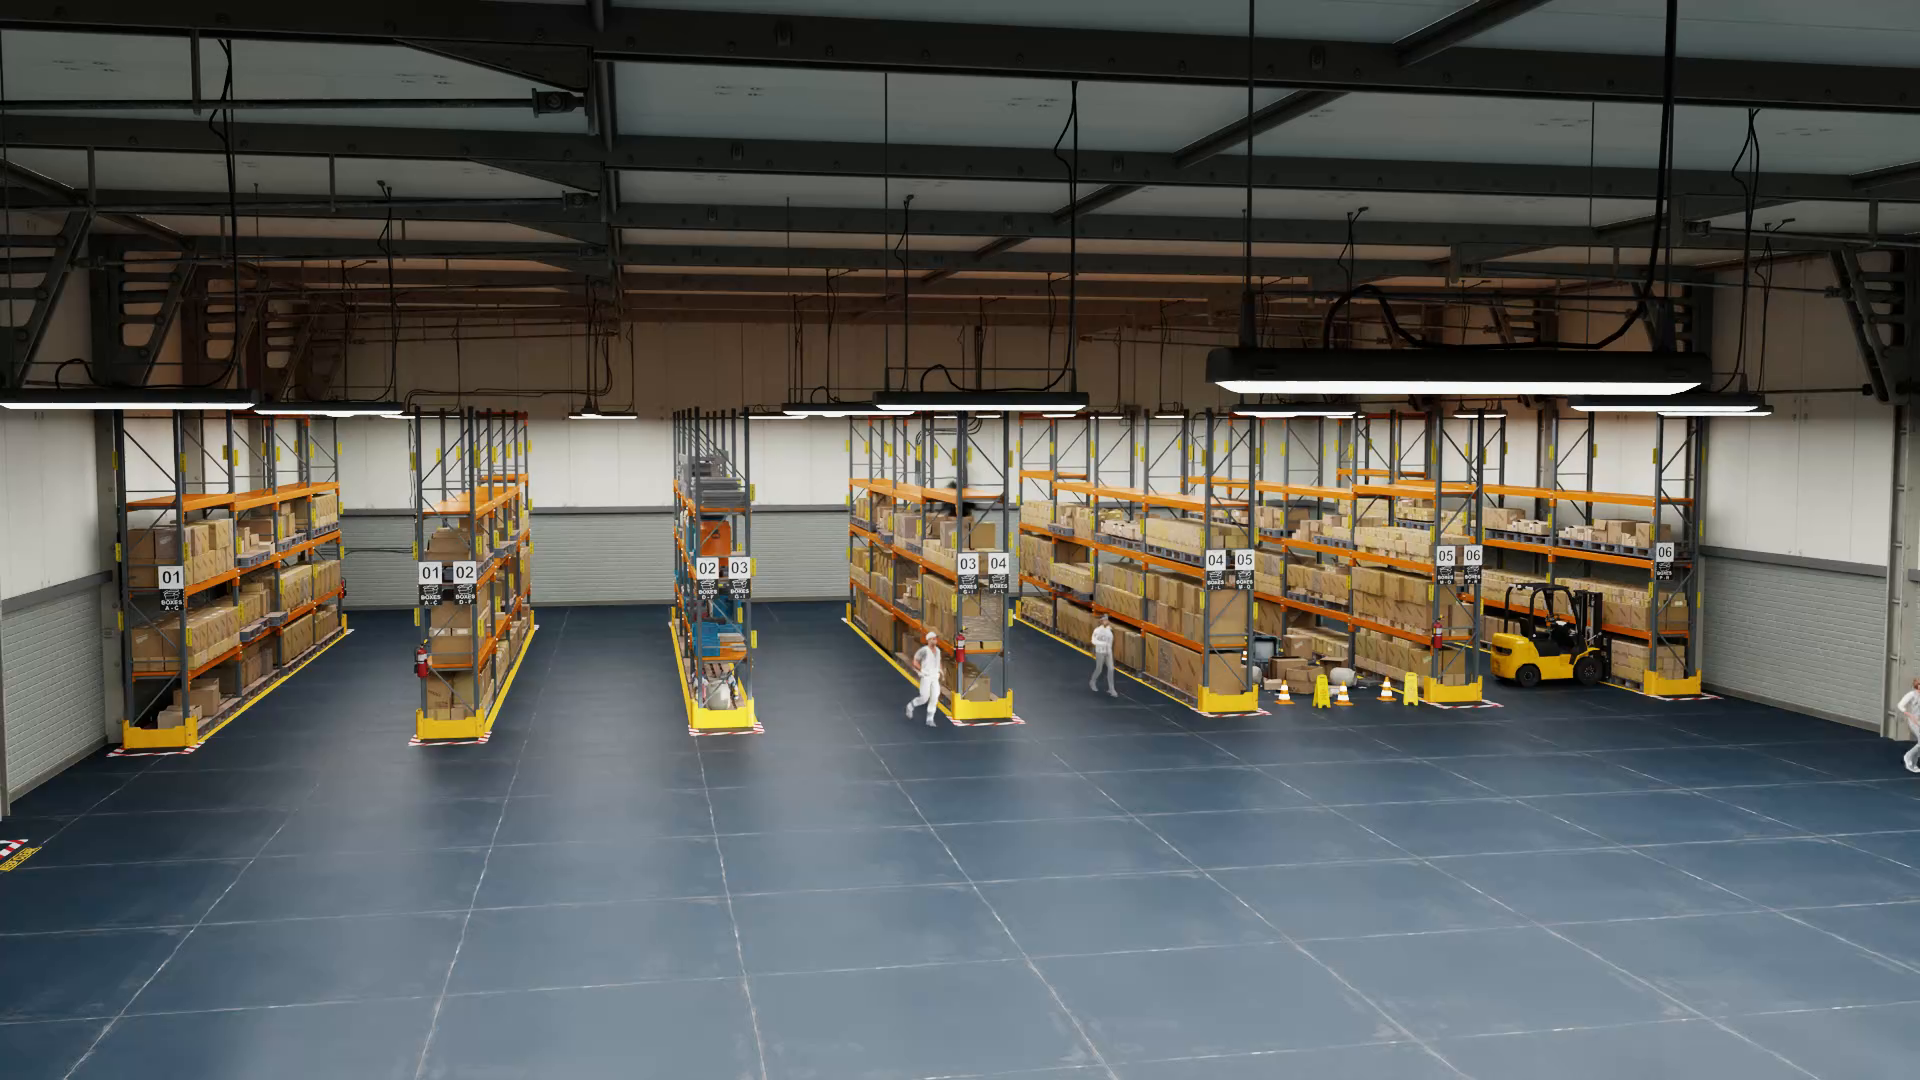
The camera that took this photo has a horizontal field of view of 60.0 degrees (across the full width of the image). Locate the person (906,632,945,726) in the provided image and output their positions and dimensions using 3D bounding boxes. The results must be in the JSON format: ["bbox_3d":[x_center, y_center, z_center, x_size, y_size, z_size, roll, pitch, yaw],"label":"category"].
[{"bbox_3d":[-0.564,2.613,31.488,0.718,1.735,0.865,-3,5,-39],"label":"person"}]

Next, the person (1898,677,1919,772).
[{"bbox_3d":[15.631,3.020,27.025,0.527,1.540,0.552,-2,4,-21],"label":"person"}]

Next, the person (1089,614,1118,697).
[{"bbox_3d":[2.996,2.384,34.845,0.603,1.712,0.885,-2,5,-28],"label":"person"}]
